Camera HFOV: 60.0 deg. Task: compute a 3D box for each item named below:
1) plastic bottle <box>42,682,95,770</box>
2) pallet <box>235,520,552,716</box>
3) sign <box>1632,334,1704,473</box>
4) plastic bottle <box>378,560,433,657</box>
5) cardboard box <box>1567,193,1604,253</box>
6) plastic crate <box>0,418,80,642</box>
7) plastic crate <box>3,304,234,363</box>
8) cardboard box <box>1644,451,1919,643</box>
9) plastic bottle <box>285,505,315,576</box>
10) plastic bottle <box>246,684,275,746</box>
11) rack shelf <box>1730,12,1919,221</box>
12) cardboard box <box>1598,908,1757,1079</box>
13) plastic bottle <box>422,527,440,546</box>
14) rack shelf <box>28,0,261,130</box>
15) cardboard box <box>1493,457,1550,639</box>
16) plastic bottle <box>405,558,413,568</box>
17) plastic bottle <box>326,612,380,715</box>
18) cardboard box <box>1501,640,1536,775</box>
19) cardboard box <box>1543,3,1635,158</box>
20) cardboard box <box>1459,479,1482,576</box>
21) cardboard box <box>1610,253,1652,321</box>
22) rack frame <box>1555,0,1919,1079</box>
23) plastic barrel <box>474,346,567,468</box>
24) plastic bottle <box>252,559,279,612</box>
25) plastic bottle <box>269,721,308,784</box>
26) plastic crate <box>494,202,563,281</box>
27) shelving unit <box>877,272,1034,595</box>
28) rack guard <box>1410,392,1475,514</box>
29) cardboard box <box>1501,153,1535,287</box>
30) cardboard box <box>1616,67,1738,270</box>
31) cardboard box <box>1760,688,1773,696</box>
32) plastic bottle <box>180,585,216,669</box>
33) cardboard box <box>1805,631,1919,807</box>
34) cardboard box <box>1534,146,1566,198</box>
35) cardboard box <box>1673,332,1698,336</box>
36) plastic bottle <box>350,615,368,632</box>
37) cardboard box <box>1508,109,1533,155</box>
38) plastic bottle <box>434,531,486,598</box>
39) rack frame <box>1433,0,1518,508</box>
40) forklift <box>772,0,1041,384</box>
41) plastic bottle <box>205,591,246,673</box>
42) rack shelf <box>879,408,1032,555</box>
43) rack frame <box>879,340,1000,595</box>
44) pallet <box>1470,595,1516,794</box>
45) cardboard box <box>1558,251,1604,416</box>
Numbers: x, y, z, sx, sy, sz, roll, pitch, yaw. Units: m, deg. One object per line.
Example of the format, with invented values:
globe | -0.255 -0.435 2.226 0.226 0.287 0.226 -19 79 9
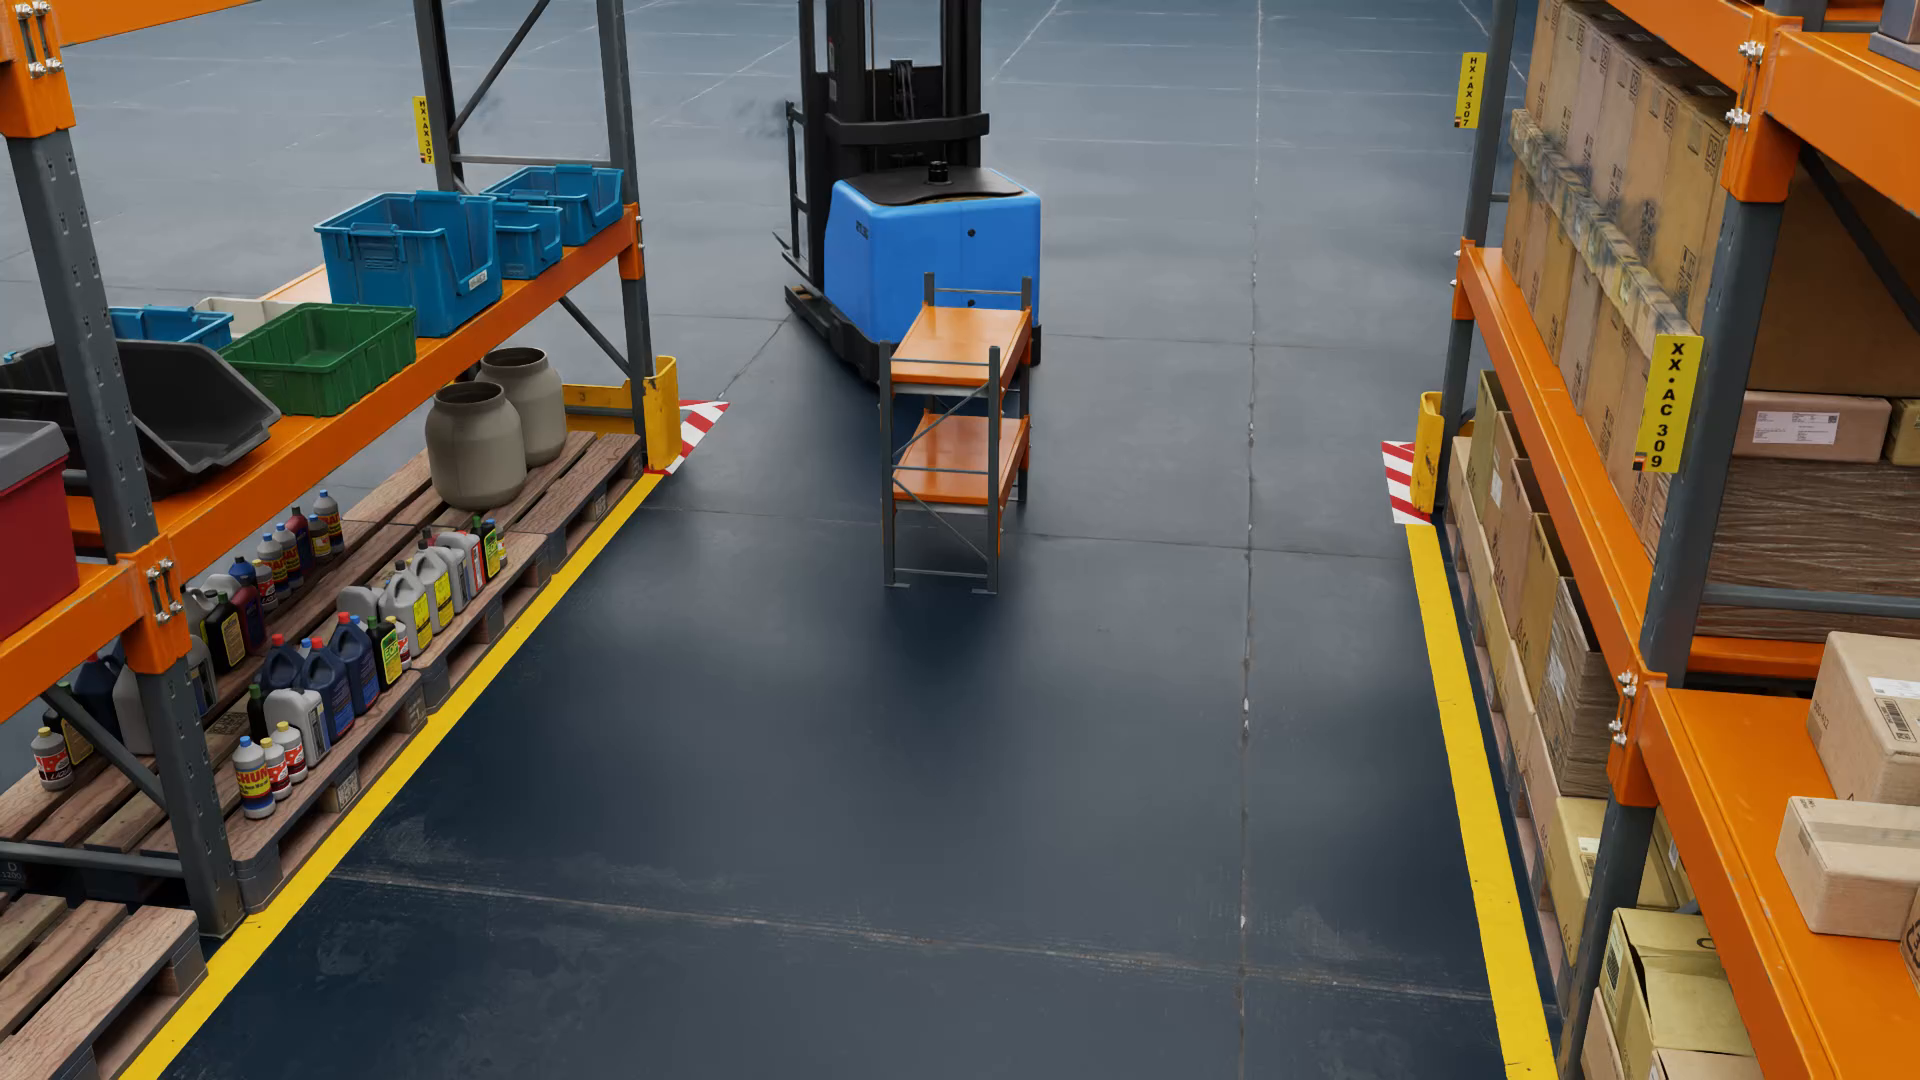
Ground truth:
plastic bottle | -2.991 0.623 5.566 0.061 0.283 0.133 5 26 11
pallet | -2.396 0.289 6.883 1.003 0.211 1.213 4 25 9
sign | 1.594 -0.305 3.749 0.100 0.325 0.005 4 25 9
plastic bottle | -2.102 0.251 6.281 0.144 0.351 0.185 4 25 8
cardboard box | 2.267 -1.059 5.592 0.380 0.149 0.250 4 25 9
plastic crate | -2.521 0.011 4.113 0.402 0.464 0.583 4 25 9
plastic crate | -2.831 -0.598 5.665 0.499 0.251 0.616 4 25 9
cardboard box | 2.208 -0.071 4.244 0.700 0.500 0.500 3 25 7
plastic bottle | -2.749 0.004 6.888 0.061 0.283 0.133 4 25 9
plastic bottle | -2.339 0.600 5.615 0.061 0.283 0.133 4 25 9
rack shelf | 1.815 -0.035 1.598 1.077 0.370 4.000 4 25 9
cardboard box | 1.829 1.118 3.911 0.500 0.311 0.500 4 25 9
plastic bottle | -2.131 0.069 6.750 0.061 0.283 0.133 4 25 9
rack shelf | -2.417 -2.053 5.908 1.077 0.370 4.000 4 25 9
cardboard box | 2.241 0.039 5.991 0.500 0.500 0.500 4 25 9
plastic bottle | -2.175 0.170 6.630 0.097 0.201 0.097 0 25 0
plastic bottle | -2.172 0.429 5.902 0.144 0.351 0.185 3 25 6
cardboard box | 2.161 0.588 5.703 0.500 0.250 0.500 4 25 9
cardboard box | 2.618 -1.708 6.213 0.700 0.500 0.500 3 25 7
cardboard box | 2.411 -0.039 7.043 0.500 0.250 0.500 4 25 9
cardboard box | 2.143 -0.732 4.893 0.380 0.149 0.250 4 25 8
rack frame | 2.142 0.161 3.868 1.000 3.000 0.127 4 25 9
plastic barrel | -2.122 -0.640 8.018 0.421 0.512 0.421 0 25 0
plastic bottle | -2.783 0.175 6.621 0.097 0.201 0.097 0 25 0
plastic bottle | -2.226 0.696 5.506 0.097 0.201 0.097 0 25 0
plastic crate | -1.989 -1.288 7.139 0.499 0.251 0.408 4 25 9
shelving unit | -0.001 -0.507 7.506 0.538 1.125 1.048 4 25 9
rack guard | 2.800 -0.390 7.994 1.175 0.500 0.348 4 25 9
cardboard box | 2.707 -1.363 7.006 0.700 0.500 0.500 4 25 9
cardboard box | 2.372 -1.079 4.868 0.700 0.500 0.500 4 25 8
cardboard box | 2.601 0.494 5.019 0.500 0.500 0.500 4 25 9
plastic bottle | -2.839 0.312 6.151 0.144 0.351 0.185 4 25 8
cardboard box | 2.105 0.438 3.454 0.500 0.250 0.500 6 26 12
cardboard box | 2.393 -1.382 6.281 0.380 0.149 0.250 4 25 8
cardboard box | 2.018 -0.410 4.205 0.380 0.149 0.250 3 25 7
plastic bottle | -2.185 0.401 6.055 0.097 0.271 0.097 0 25 0
cardboard box | 2.519 -1.702 6.965 0.380 0.149 0.250 4 25 8
plastic bottle | -2.026 0.079 6.736 0.152 0.276 0.135 4 25 9
rack frame | 2.796 -1.512 7.442 1.000 3.000 0.127 4 25 9
forklift | -0.511 -2.812 10.300 1.130 2.935 3.031 -9 27 -18
plastic bottle | -2.734 0.339 6.173 0.061 0.283 0.133 4 25 9
rack shelf | -0.001 -0.285 7.609 0.538 0.278 1.000 4 25 9
rack frame | -0.084 -0.294 7.051 0.500 1.125 0.032 4 25 9
pallet | 2.510 0.582 6.257 1.003 0.211 1.213 4 25 9
cardboard box | 2.457 -0.715 5.622 0.700 0.500 0.500 5 26 10
